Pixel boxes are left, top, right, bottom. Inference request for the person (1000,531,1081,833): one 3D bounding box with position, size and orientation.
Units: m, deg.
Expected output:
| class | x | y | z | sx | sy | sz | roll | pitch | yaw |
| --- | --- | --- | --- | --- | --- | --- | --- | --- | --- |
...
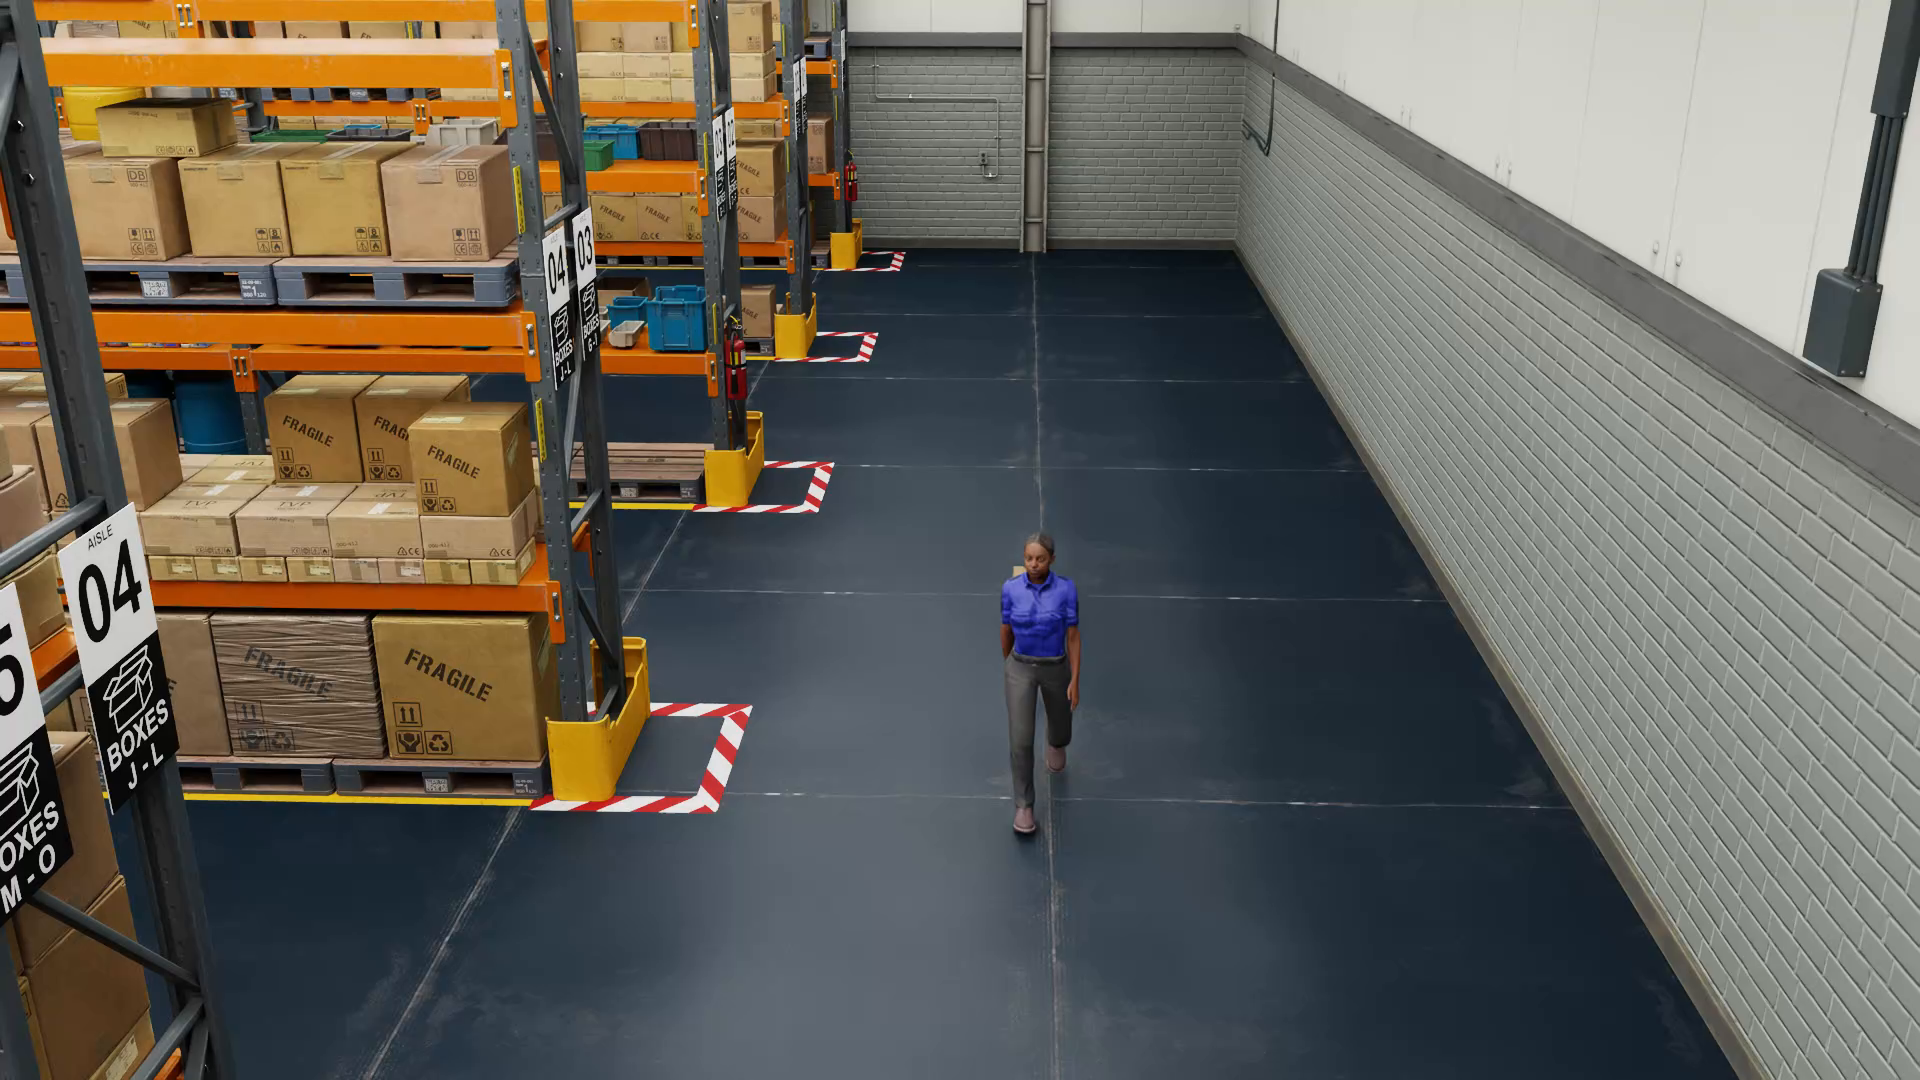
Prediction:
| class | x | y | z | sx | sy | sz | roll | pitch | yaw |
| --- | --- | --- | --- | --- | --- | --- | --- | --- | --- |
| person | 0.440 | 0.711 | 9.188 | 0.445 | 1.615 | 0.859 | 1 | 21 | 2 |
